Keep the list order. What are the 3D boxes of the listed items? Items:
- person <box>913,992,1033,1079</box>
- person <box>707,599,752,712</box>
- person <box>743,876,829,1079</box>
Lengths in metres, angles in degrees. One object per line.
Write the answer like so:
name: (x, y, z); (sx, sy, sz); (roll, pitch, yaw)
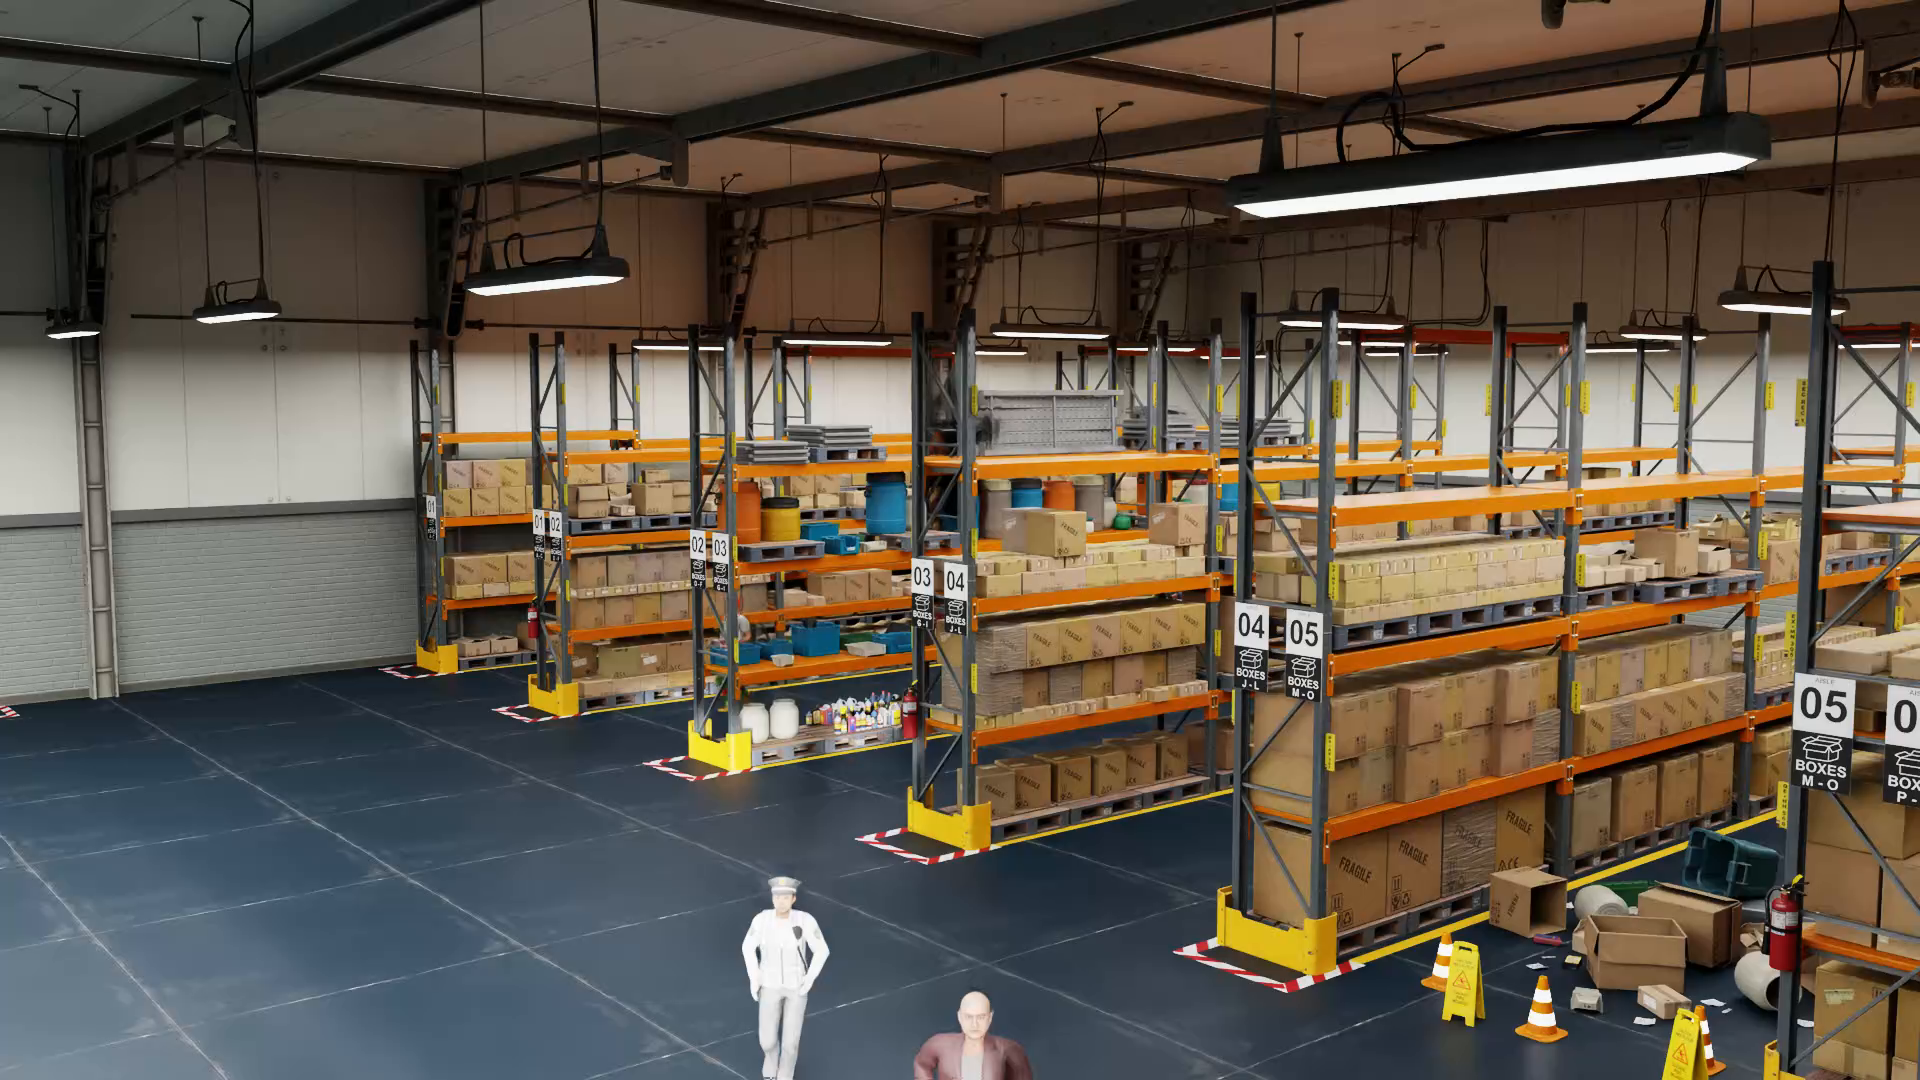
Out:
person: (0.079, 3.438, 9.271); (0.697, 1.686, 1.054); (0, 5, 0)
person: (-3.432, 1.701, 24.903); (0.653, 1.750, 0.565); (5, 7, 44)
person: (-1.263, 3.231, 12.050); (0.634, 1.666, 0.544); (0, 5, -3)
